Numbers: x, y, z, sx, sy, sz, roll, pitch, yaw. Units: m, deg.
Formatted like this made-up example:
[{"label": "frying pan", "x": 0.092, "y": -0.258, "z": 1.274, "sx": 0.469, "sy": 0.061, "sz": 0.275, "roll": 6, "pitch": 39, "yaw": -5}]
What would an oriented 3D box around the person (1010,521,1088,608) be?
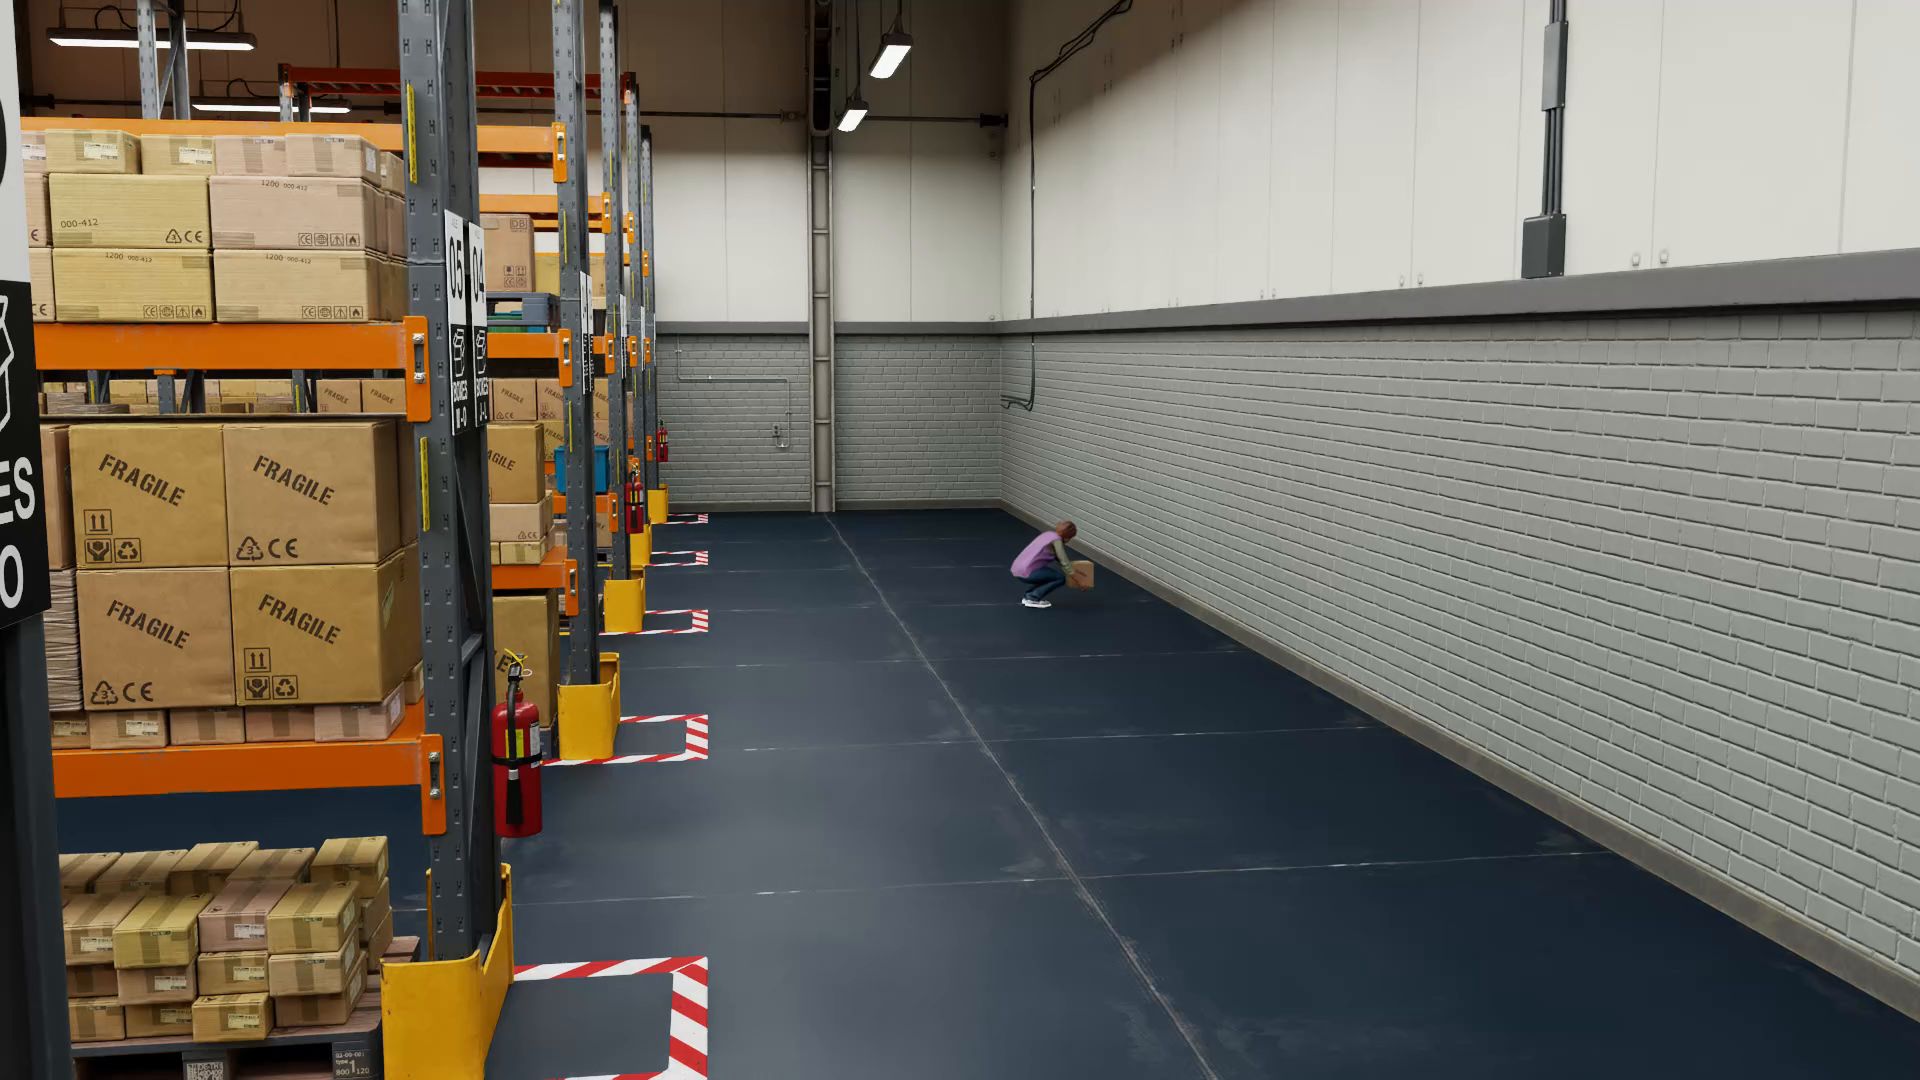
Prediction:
[{"label": "person", "x": 0.930, "y": 0.257, "z": 17.443, "sx": 0.804, "sy": 0.881, "sz": 0.450, "roll": -1, "pitch": 7, "yaw": -9}]
